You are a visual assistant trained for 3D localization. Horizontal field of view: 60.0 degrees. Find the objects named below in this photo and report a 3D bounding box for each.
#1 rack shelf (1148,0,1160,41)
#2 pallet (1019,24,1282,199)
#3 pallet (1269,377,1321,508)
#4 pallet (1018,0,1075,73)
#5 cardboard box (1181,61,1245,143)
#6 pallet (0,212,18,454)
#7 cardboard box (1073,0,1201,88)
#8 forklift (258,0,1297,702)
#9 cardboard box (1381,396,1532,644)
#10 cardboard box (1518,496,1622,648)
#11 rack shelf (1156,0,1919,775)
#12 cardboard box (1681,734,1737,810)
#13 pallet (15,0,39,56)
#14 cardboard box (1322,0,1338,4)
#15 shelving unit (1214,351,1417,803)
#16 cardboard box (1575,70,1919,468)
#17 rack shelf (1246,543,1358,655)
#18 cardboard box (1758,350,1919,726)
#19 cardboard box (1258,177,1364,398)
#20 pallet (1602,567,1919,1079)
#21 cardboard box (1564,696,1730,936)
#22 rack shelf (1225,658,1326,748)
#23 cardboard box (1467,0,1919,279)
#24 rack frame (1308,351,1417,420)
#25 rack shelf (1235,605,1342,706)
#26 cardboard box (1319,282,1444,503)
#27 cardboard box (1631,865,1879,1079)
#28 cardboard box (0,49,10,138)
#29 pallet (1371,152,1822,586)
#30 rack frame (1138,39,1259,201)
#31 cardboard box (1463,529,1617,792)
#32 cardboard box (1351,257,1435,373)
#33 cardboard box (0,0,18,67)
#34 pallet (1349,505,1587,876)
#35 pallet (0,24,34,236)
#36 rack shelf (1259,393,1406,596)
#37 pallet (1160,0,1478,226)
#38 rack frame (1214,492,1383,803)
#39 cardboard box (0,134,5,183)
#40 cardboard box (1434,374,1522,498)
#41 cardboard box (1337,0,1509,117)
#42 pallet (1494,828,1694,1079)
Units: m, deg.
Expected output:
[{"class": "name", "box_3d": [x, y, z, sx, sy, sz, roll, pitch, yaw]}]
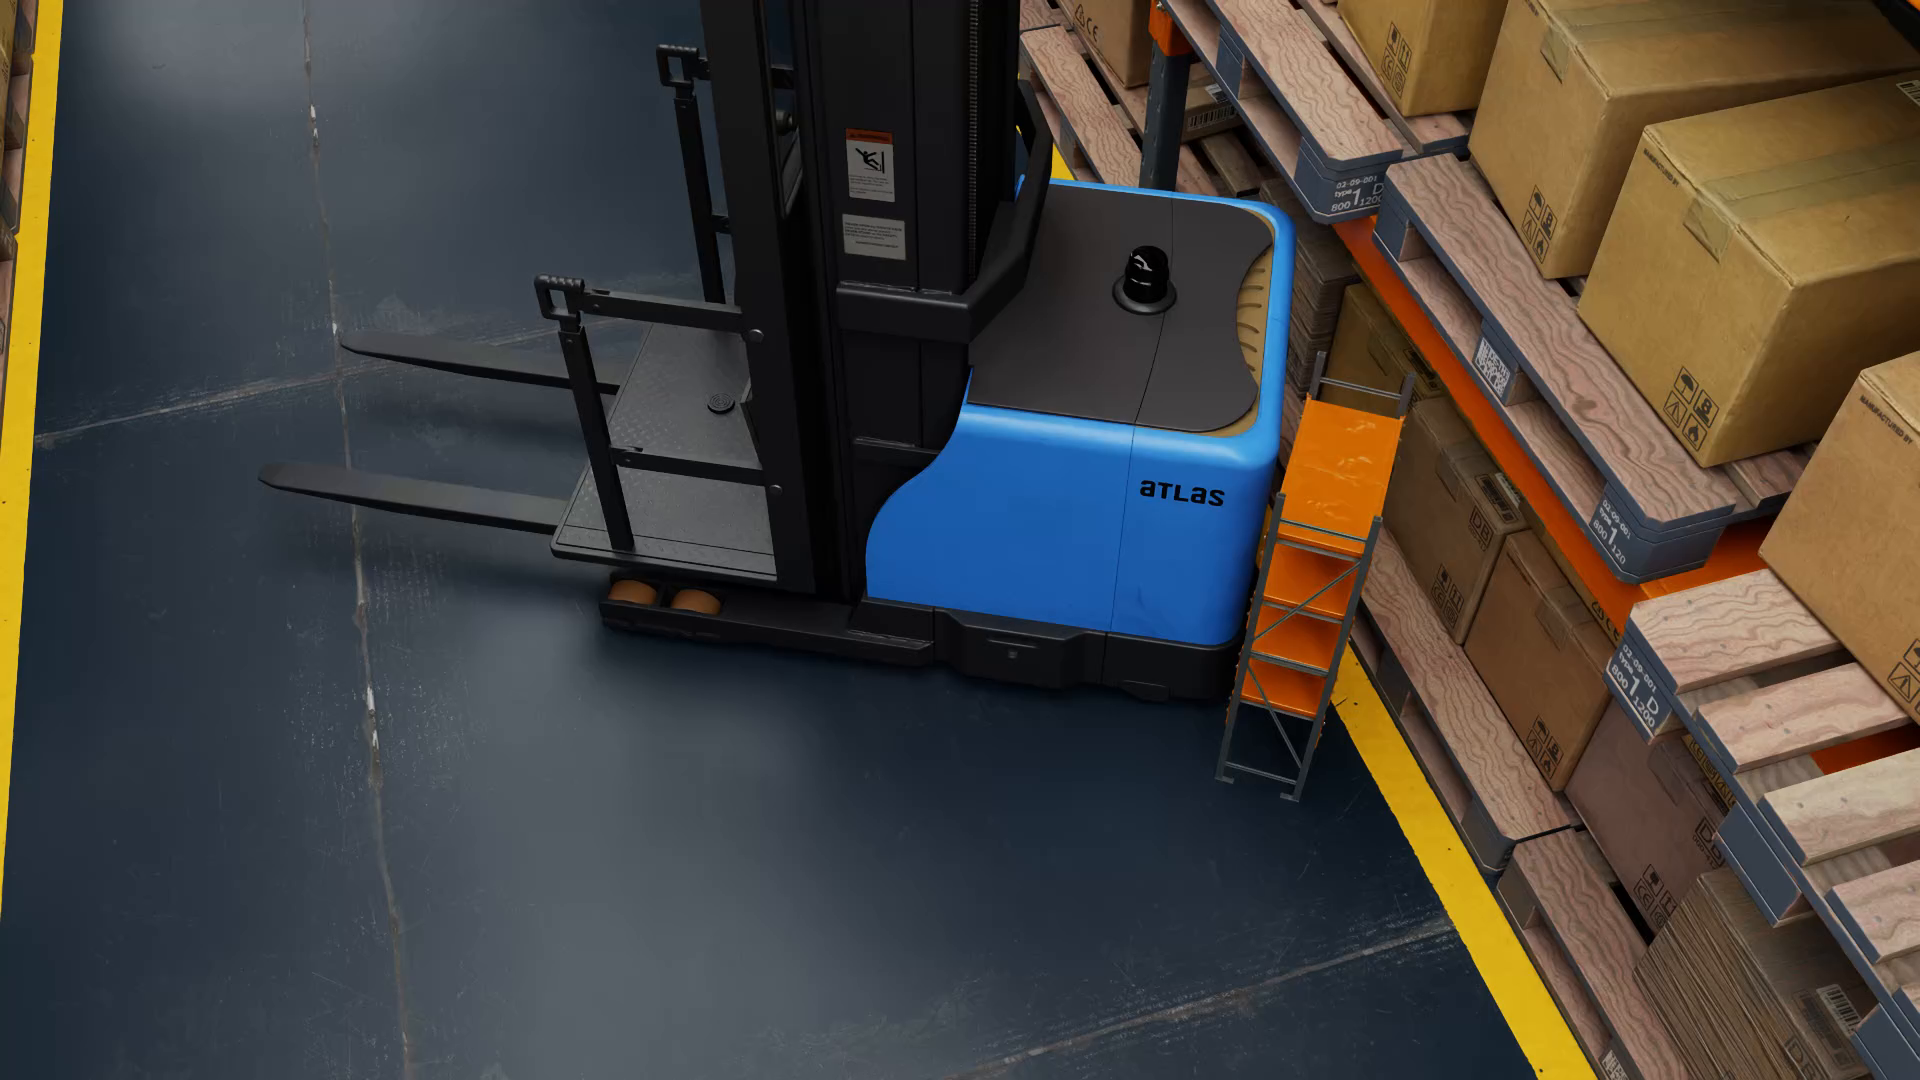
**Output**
[{"class": "rack shelf", "box_3d": [0.531, -3.294, 6.535, 1.077, 0.370, 4.000, -13, 51, -11]}, {"class": "pallet", "box_3d": [0.890, -1.649, 6.502, 1.003, 0.211, 1.213, -13, 51, -11]}, {"class": "pallet", "box_3d": [1.354, -0.598, 5.616, 1.003, 0.211, 1.213, -13, 51, -11]}, {"class": "pallet", "box_3d": [0.526, -2.541, 7.254, 1.003, 0.211, 1.213, -13, 51, -11]}, {"class": "cardboard box", "box_3d": [0.936, -1.678, 6.268, 0.380, 0.166, 0.250, -19, 53, -16]}, {"class": "pallet", "box_3d": [-3.804, -0.634, 5.646, 1.003, 0.211, 1.213, -13, 51, -11]}, {"class": "cardboard box", "box_3d": [0.777, -2.150, 6.448, 0.500, 0.500, 0.500, -17, 52, -14]}, {"class": "forklift", "box_3d": [-0.615, -1.031, 4.202, 3.031, 2.935, 1.130, 8, 50, 7]}, {"class": "cardboard box", "box_3d": [1.669, -0.119, 4.736, 0.700, 0.500, 0.500, -13, 51, -11]}, {"class": "cardboard box", "box_3d": [1.777, -0.040, 4.179, 0.500, 0.250, 0.500, -14, 51, -11]}, {"class": "rack shelf", "box_3d": [1.714, -0.372, 4.073, 1.077, 0.370, 4.000, -13, 51, -11]}, {"class": "cardboard box", "box_3d": [1.934, 0.334, 3.863, 0.500, 0.250, 0.500, -12, 51, -10]}, {"class": "pallet", "box_3d": [-4.525, -2.416, 7.148, 1.003, 0.211, 1.213, -13, 51, -11]}, {"class": "cardboard box", "box_3d": [1.240, -1.860, 4.503, 0.700, 0.500, 0.500, -13, 51, -11]}, {"class": "shelving unit", "box_3d": [0.910, 0.135, 4.352, 0.258, 1.200, 0.503, 15, 51, 12]}, {"class": "cardboard box", "box_3d": [1.767, -0.564, 3.410, 0.700, 0.500, 0.500, -13, 51, -11]}, {"class": "rack shelf", "box_3d": [0.910, 0.034, 4.232, 0.258, 0.148, 0.480, 15, 51, 12]}, {"class": "cardboard box", "box_3d": [1.966, -0.061, 2.986, 0.700, 0.500, 0.500, -18, 52, -14]}, {"class": "cardboard box", "box_3d": [1.356, -0.867, 5.366, 0.700, 0.500, 0.500, -12, 51, -10]}, {"class": "pallet", "box_3d": [1.993, 0.422, 3.058, 1.213, 0.211, 1.003, -13, 51, -11]}, {"class": "cardboard box", "box_3d": [2.001, 0.604, 4.126, 0.700, 0.500, 0.500, -13, 51, -11]}, {"class": "rack shelf", "box_3d": [0.910, 0.306, 4.555, 0.258, 0.148, 0.480, 15, 51, 12]}, {"class": "cardboard box", "box_3d": [1.623, -0.976, 3.758, 0.700, 0.500, 0.500, -7, 50, -6]}, {"class": "rack frame", "box_3d": [0.989, -0.042, 4.500, 0.240, 1.200, 0.015, 15, 51, 12]}, {"class": "rack shelf", "box_3d": [0.910, 0.178, 4.403, 0.258, 0.148, 0.480, 15, 51, 12]}, {"class": "cardboard box", "box_3d": [1.557, -0.501, 5.058, 0.700, 0.500, 0.500, -14, 51, -12]}, {"class": "cardboard box", "box_3d": [2.043, 1.006, 3.787, 0.700, 0.500, 0.500, -13, 51, -10]}, {"class": "cardboard box", "box_3d": [-3.895, -1.695, 6.241, 0.500, 0.250, 0.500, -13, 51, -11]}, {"class": "pallet", "box_3d": [1.681, -0.518, 3.850, 1.003, 0.211, 1.213, -13, 51, -11]}, {"class": "rack frame", "box_3d": [1.123, -2.065, 5.029, 1.000, 3.000, 0.127, -13, 51, -11]}, {"class": "cardboard box", "box_3d": [1.827, 0.247, 4.427, 0.700, 0.500, 0.500, -14, 51, -11]}, {"class": "cardboard box", "box_3d": [1.490, -0.788, 4.809, 0.500, 0.250, 0.500, -14, 51, -12]}, {"class": "cardboard box", "box_3d": [-4.042, -2.061, 6.549, 0.500, 0.250, 0.500, -13, 51, -11]}, {"class": "pallet", "box_3d": [1.719, 0.295, 4.863, 1.003, 0.211, 1.213, -13, 51, -11]}, {"class": "pallet", "box_3d": [-4.168, -1.526, 6.399, 1.003, 0.211, 1.213, -13, 51, -11]}, {"class": "rack shelf", "box_3d": [0.910, -0.118, 4.051, 0.258, 0.148, 0.480, 15, 51, 12]}, {"class": "pallet", "box_3d": [1.210, -1.412, 4.604, 1.003, 0.211, 1.213, -13, 51, -11]}, {"class": "rack frame", "box_3d": [0.832, 0.311, 4.203, 0.240, 1.200, 0.015, 15, 51, 12]}, {"class": "cardboard box", "box_3d": [-3.742, -1.331, 5.934, 0.500, 0.250, 0.500, -13, 51, -11]}, {"class": "cardboard box", "box_3d": [1.647, -0.409, 4.490, 0.500, 0.250, 0.500, -15, 51, -12]}, {"class": "cardboard box", "box_3d": [1.399, -1.450, 4.157, 0.700, 0.500, 0.500, -9, 50, -7]}, {"class": "pallet", "box_3d": [2.076, 1.184, 4.114, 1.003, 0.211, 1.213, -13, 51, -11]}]
